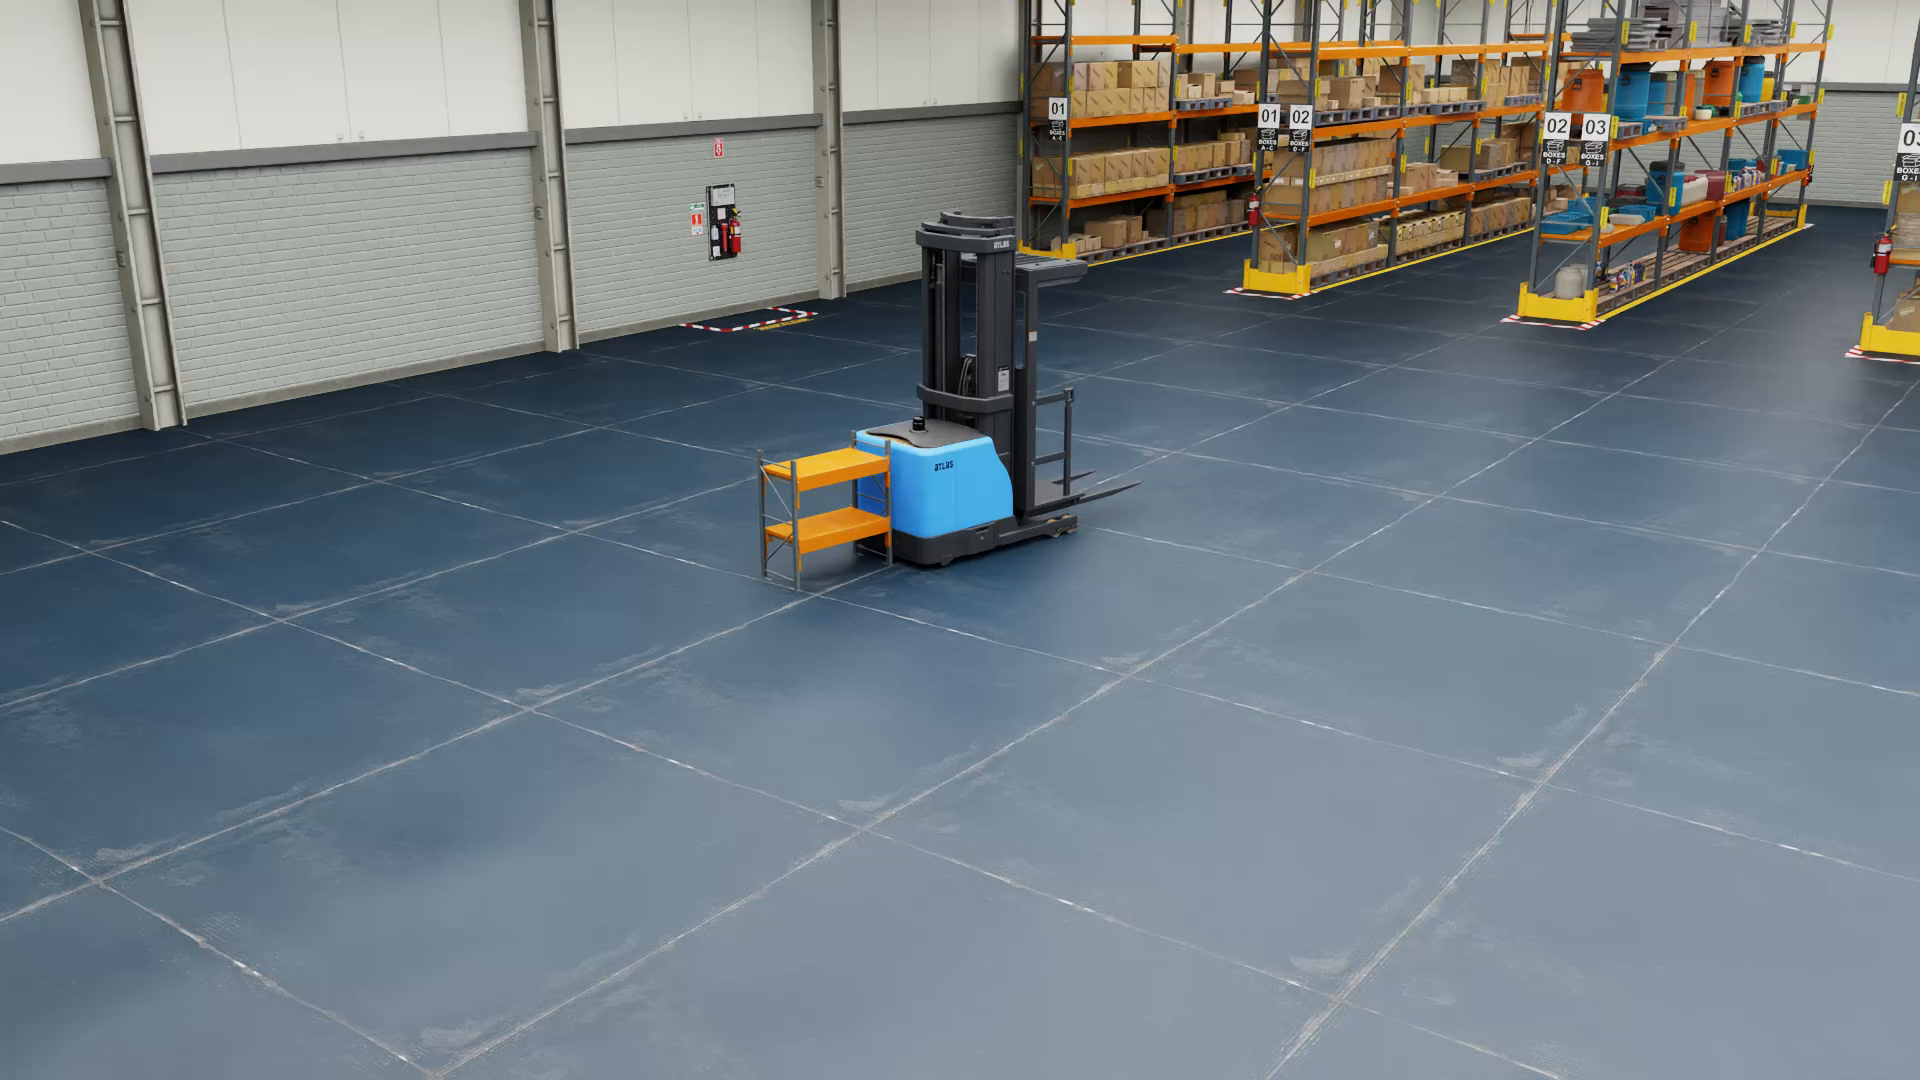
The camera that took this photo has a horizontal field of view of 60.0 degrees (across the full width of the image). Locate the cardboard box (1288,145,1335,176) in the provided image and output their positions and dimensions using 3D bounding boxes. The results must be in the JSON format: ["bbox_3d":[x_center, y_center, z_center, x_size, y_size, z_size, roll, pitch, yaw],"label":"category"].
[{"bbox_3d":[6.250,-6.784,29.680,0.700,0.500,0.500,12,21,33],"label":"cardboard box"}]

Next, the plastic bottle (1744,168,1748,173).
[{"bbox_3d":[16.346,-7.576,34.670,0.144,0.351,0.185,12,21,35],"label":"plastic bottle"}]

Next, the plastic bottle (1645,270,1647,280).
[{"bbox_3d":[12.015,-4.677,29.230,0.097,0.201,0.097,0,17,0],"label":"plastic bottle"}]

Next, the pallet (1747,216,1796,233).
[{"bbox_3d":[18.608,-7.282,38.343,1.003,0.211,1.213,12,21,35],"label":"pallet"}]

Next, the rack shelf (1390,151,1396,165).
[{"bbox_3d":[9.982,-9.734,42.750,1.077,0.370,4.000,12,21,35],"label":"rack shelf"}]

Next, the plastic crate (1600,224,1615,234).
[{"bbox_3d":[10.389,-5.023,26.811,0.298,0.136,0.250,12,21,35],"label":"plastic crate"}]

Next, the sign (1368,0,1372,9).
[{"bbox_3d":[10.732,-14.040,43.446,0.100,0.325,0.005,12,21,35],"label":"sign"}]

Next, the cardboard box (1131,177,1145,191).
[{"bbox_3d":[3.394,-7.227,33.685,0.500,0.250,0.500,12,21,34],"label":"cardboard box"}]

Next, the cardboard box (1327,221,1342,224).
[{"bbox_3d":[6.881,-5.773,31.447,0.500,0.500,0.500,12,21,35],"label":"cardboard box"}]

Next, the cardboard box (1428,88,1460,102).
[{"bbox_3d":[9.865,-9.089,33.948,0.500,0.250,0.500,13,22,36],"label":"cardboard box"}]

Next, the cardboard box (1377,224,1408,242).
[{"bbox_3d":[8.451,-6.031,32.595,0.500,0.311,0.500,13,21,35],"label":"cardboard box"}]

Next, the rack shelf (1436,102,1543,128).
[{"bbox_3d":[11.580,-9.339,36.421,1.077,0.370,4.000,12,21,35],"label":"rack shelf"}]

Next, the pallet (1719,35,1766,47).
[{"bbox_3d":[14.818,-9.648,32.137,1.213,0.211,1.003,12,21,35],"label":"pallet"}]

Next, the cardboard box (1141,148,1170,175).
[{"bbox_3d":[3.991,-7.824,34.343,0.500,0.500,0.500,12,21,35],"label":"cardboard box"}]

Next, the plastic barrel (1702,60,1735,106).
[{"bbox_3d":[14.704,-8.871,32.267,0.600,0.830,0.708,12,21,35],"label":"plastic barrel"}]

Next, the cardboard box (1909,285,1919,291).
[{"bbox_3d":[14.677,-3.564,25.175,0.500,0.500,0.500,15,23,40],"label":"cardboard box"}]

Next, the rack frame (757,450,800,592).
[{"bbox_3d":[-1.515,-0.161,13.870,0.032,1.125,0.500,-16,23,-41],"label":"rack frame"}]

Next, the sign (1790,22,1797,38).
[{"bbox_3d":[17.188,-10.518,34.299,0.100,0.325,0.005,12,21,35],"label":"sign"}]

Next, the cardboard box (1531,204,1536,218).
[{"bbox_3d":[13.195,-7.714,38.826,0.500,0.311,0.500,12,21,35],"label":"cardboard box"}]

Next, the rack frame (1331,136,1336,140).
[{"bbox_3d":[8.791,-9.601,41.109,1.000,3.000,0.127,12,21,35],"label":"rack frame"}]

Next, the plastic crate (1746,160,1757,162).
[{"bbox_3d":[17.934,-8.438,37.544,0.416,0.233,0.300,12,21,35],"label":"plastic crate"}]

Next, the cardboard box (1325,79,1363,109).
[{"bbox_3d":[6.830,-7.963,29.665,0.500,0.500,0.500,12,21,35],"label":"cardboard box"}]

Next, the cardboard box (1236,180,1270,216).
[{"bbox_3d":[6.951,-7.974,38.787,0.750,0.750,0.750,12,21,34],"label":"cardboard box"}]

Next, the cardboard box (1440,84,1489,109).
[{"bbox_3d":[10.621,-9.364,35.120,0.910,0.500,0.500,12,21,35],"label":"cardboard box"}]

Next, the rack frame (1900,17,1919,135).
[{"bbox_3d":[13.575,-6.982,22.560,1.000,3.000,0.127,12,21,35],"label":"rack frame"}]

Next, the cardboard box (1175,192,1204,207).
[{"bbox_3d":[5.016,-7.478,36.483,0.500,0.250,0.500,12,21,33],"label":"cardboard box"}]

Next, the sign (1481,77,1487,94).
[{"bbox_3d":[10.829,-9.391,34.370,0.100,0.325,0.005,12,21,35],"label":"sign"}]

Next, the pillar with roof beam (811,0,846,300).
[{"bbox_3d":[1.245,-7.738,24.994,9.100,9.000,0.400,12,21,35],"label":"pillar with roof beam"}]

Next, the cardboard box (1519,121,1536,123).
[{"bbox_3d":[13.468,-9.661,39.446,0.500,0.500,0.500,13,21,35],"label":"cardboard box"}]

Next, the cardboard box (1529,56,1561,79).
[{"bbox_3d":[13.442,-10.901,38.383,0.700,0.500,0.500,12,21,35],"label":"cardboard box"}]

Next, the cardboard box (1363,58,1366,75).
[{"bbox_3d":[9.742,-11.812,41.283,0.500,0.500,0.500,12,21,34],"label":"cardboard box"}]

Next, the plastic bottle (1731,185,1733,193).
[{"bbox_3d":[15.327,-7.014,33.112,0.097,0.201,0.097,0,17,0],"label":"plastic bottle"}]

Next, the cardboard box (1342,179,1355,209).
[{"bbox_3d":[6.830,-6.394,30.615,0.700,0.500,0.500,13,22,36],"label":"cardboard box"}]

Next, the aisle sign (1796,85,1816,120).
[{"bbox_3d":[19.409,-10.010,38.043,0.394,0.787,0.004,12,21,35],"label":"aisle sign"}]

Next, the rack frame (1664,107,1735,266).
[{"bbox_3d":[14.364,-6.898,32.404,1.000,3.000,0.127,12,21,35],"label":"rack frame"}]

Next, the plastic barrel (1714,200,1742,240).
[{"bbox_3d":[15.987,-6.754,34.770,0.600,0.901,0.708,12,21,35],"label":"plastic barrel"}]

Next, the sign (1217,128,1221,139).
[{"bbox_3d":[5.960,-9.299,38.183,0.100,0.325,0.005,12,21,35],"label":"sign"}]

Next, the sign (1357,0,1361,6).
[{"bbox_3d":[7.562,-10.263,31.417,0.100,0.325,0.005,12,21,35],"label":"sign"}]

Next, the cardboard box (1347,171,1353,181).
[{"bbox_3d":[6.945,-6.647,30.336,0.380,0.149,0.250,13,21,35],"label":"cardboard box"}]

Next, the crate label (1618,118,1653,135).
[{"bbox_3d":[10.978,-6.741,27.093,0.502,0.251,0.408,12,21,35],"label":"crate label"}]

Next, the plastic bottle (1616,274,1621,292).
[{"bbox_3d":[11.077,-4.333,27.982,0.061,0.283,0.133,13,21,36],"label":"plastic bottle"}]

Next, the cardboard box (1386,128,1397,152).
[{"bbox_3d":[10.878,-10.574,43.736,0.980,0.700,0.700,14,22,37],"label":"cardboard box"}]

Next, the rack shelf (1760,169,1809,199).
[{"bbox_3d":[17.939,-7.983,37.113,1.077,0.370,4.000,12,21,35],"label":"rack shelf"}]

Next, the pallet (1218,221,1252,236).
[{"bbox_3d":[5.941,-7.131,37.857,1.003,0.211,1.213,12,21,35],"label":"pallet"}]

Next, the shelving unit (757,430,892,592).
[{"bbox_3d":[-1.144,-0.264,14.203,1.048,1.125,0.538,-16,23,-41],"label":"shelving unit"}]

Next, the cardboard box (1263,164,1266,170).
[{"bbox_3d":[6.789,-8.575,38.196,0.380,0.149,0.250,12,21,34],"label":"cardboard box"}]

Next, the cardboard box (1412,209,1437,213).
[{"bbox_3d":[9.840,-6.856,35.253,0.500,0.311,0.500,13,22,37],"label":"cardboard box"}]

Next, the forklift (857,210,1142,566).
[{"bbox_3d":[0.456,-1.525,15.220,3.031,2.935,1.130,-15,23,-41],"label":"forklift"}]

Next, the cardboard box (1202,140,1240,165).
[{"bbox_3d":[5.824,-8.655,37.151,0.700,0.500,0.500,10,20,30],"label":"cardboard box"}]

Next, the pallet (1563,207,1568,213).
[{"bbox_3d":[14.635,-8.139,41.105,1.003,0.211,1.213,12,21,35],"label":"pallet"}]

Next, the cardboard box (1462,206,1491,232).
[{"bbox_3d":[11.196,-6.974,36.122,0.500,0.500,0.500,12,21,33],"label":"cardboard box"}]

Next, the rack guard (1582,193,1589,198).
[{"bbox_3d":[15.109,-8.467,41.674,1.175,0.500,0.348,12,21,35],"label":"rack guard"}]

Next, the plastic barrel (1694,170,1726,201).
[{"bbox_3d":[14.331,-6.799,31.856,0.600,0.536,0.708,12,21,35],"label":"plastic barrel"}]

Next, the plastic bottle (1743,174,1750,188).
[{"bbox_3d":[16.174,-7.401,34.234,0.152,0.276,0.135,12,21,35],"label":"plastic bottle"}]

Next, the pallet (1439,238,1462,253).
[{"bbox_3d":[9.866,-6.253,35.030,1.003,0.211,1.213,12,21,35],"label":"pallet"}]
